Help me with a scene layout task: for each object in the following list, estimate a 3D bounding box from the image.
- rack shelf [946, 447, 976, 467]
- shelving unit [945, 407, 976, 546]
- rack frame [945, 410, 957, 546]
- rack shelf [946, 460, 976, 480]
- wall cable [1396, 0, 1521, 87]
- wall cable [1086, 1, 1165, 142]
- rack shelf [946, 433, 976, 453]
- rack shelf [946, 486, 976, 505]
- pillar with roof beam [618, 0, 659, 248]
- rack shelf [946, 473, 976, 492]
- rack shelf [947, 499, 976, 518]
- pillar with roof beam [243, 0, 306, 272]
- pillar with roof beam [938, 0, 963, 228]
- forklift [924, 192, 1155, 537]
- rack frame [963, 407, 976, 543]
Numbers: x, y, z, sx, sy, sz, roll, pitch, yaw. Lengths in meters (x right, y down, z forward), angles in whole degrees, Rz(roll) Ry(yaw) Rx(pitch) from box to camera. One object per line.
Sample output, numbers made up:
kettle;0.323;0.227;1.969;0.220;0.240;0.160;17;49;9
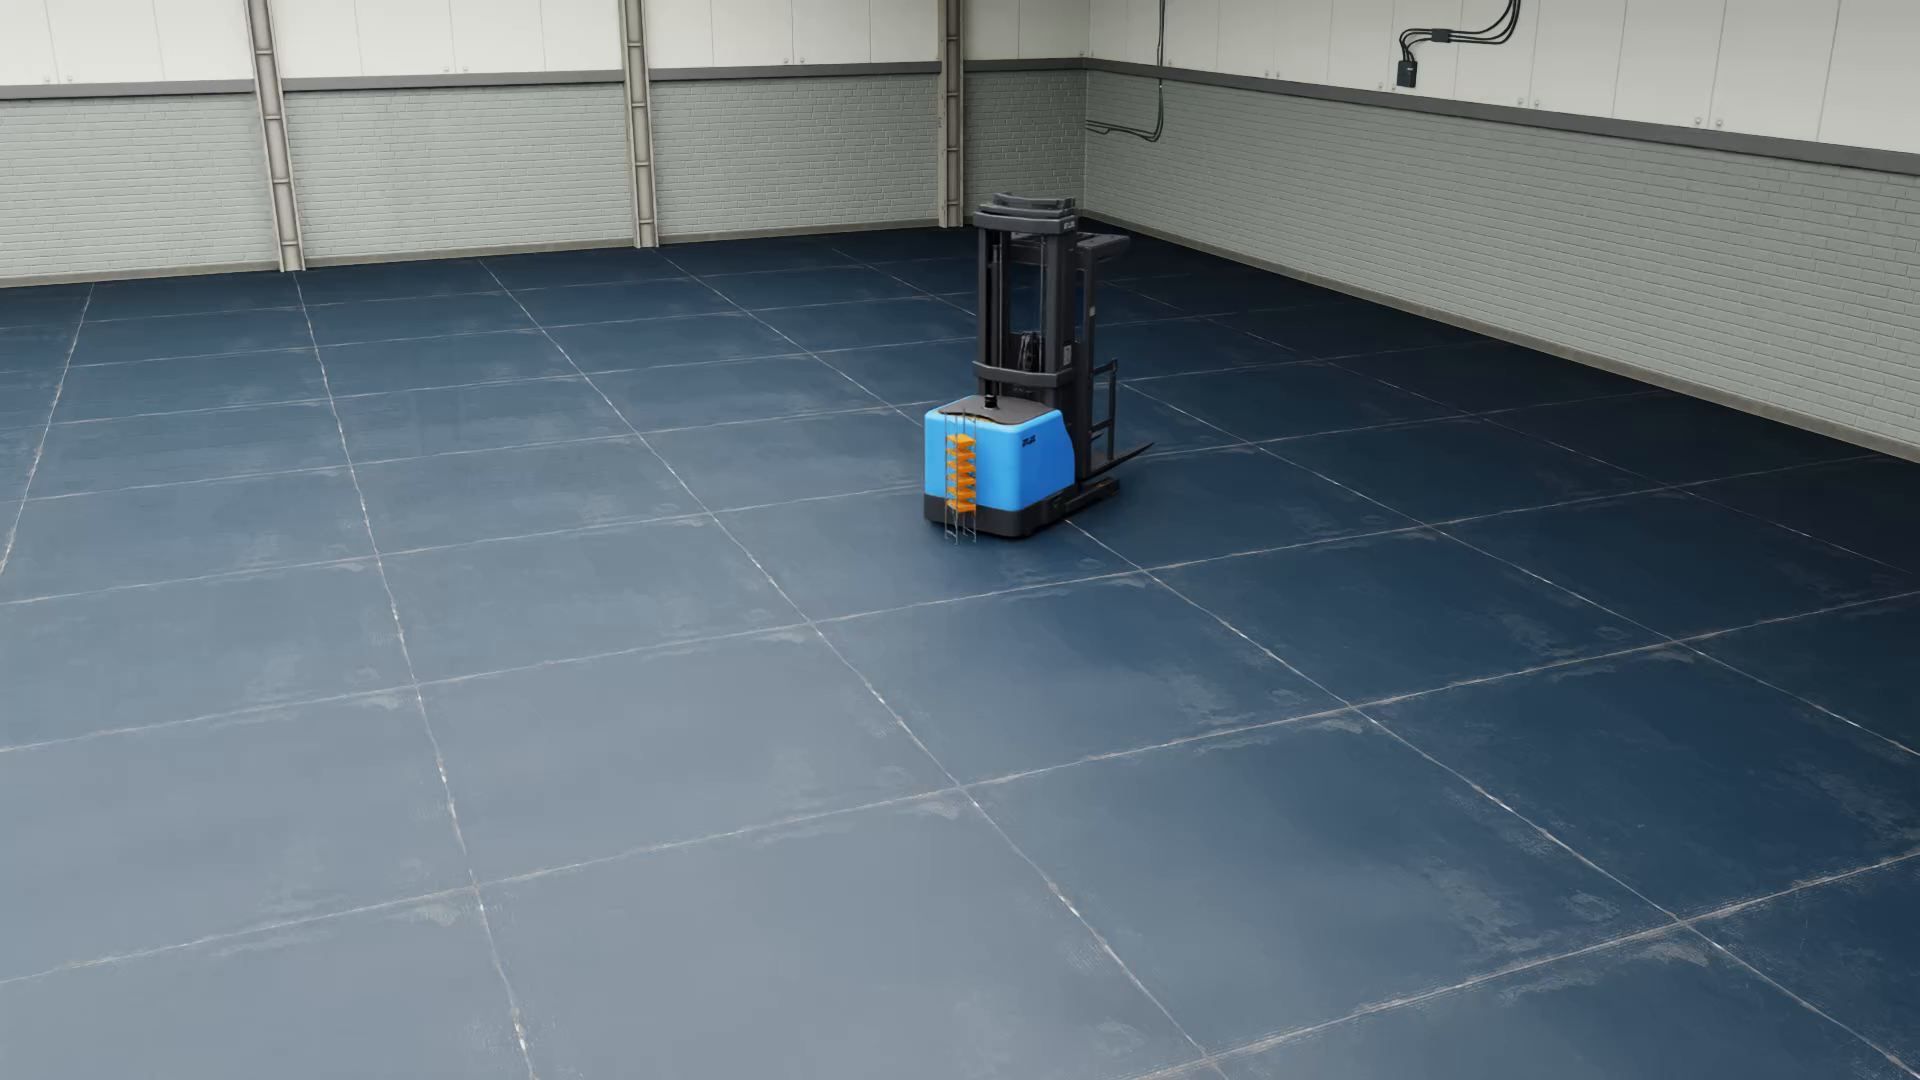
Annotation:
rack shelf;0.003;-0.744;14.740;0.180;0.103;0.258;-10;22;-25
shelving unit;0.003;-0.560;14.805;0.189;1.200;0.258;-10;22;-25
rack frame;-0.079;-0.546;14.766;0.006;1.200;0.240;-10;22;-25
rack shelf;0.003;-0.631;14.780;0.180;0.103;0.258;-10;22;-25
wall cable;6.796;-9.051;22.058;0.169;6.003;2.305;-8;21;-22
wall cable;3.050;-8.880;31.367;0.112;2.526;3.097;-8;21;-22
rack shelf;0.003;-0.858;14.700;0.180;0.103;0.258;-10;22;-25
rack shelf;0.003;-0.405;14.860;0.180;0.103;0.258;-10;22;-25
pillar with roof beam;-3.983;-8.258;24.926;0.400;9.000;9.100;-8;21;-22
rack shelf;0.003;-0.518;14.820;0.180;0.103;0.258;-10;22;-25
rack shelf;0.003;-0.292;14.900;0.180;0.103;0.258;-10;22;-25
pillar with roof beam;-9.492;-7.469;22.684;0.400;9.000;9.100;-8;21;-22
pillar with roof beam;1.527;-9.047;27.167;0.400;9.000;9.100;-8;21;-22
forklift;0.904;-1.843;15.843;1.130;2.935;3.031;13;23;32
rack frame;0.085;-0.574;14.844;0.006;1.200;0.240;-10;22;-25
